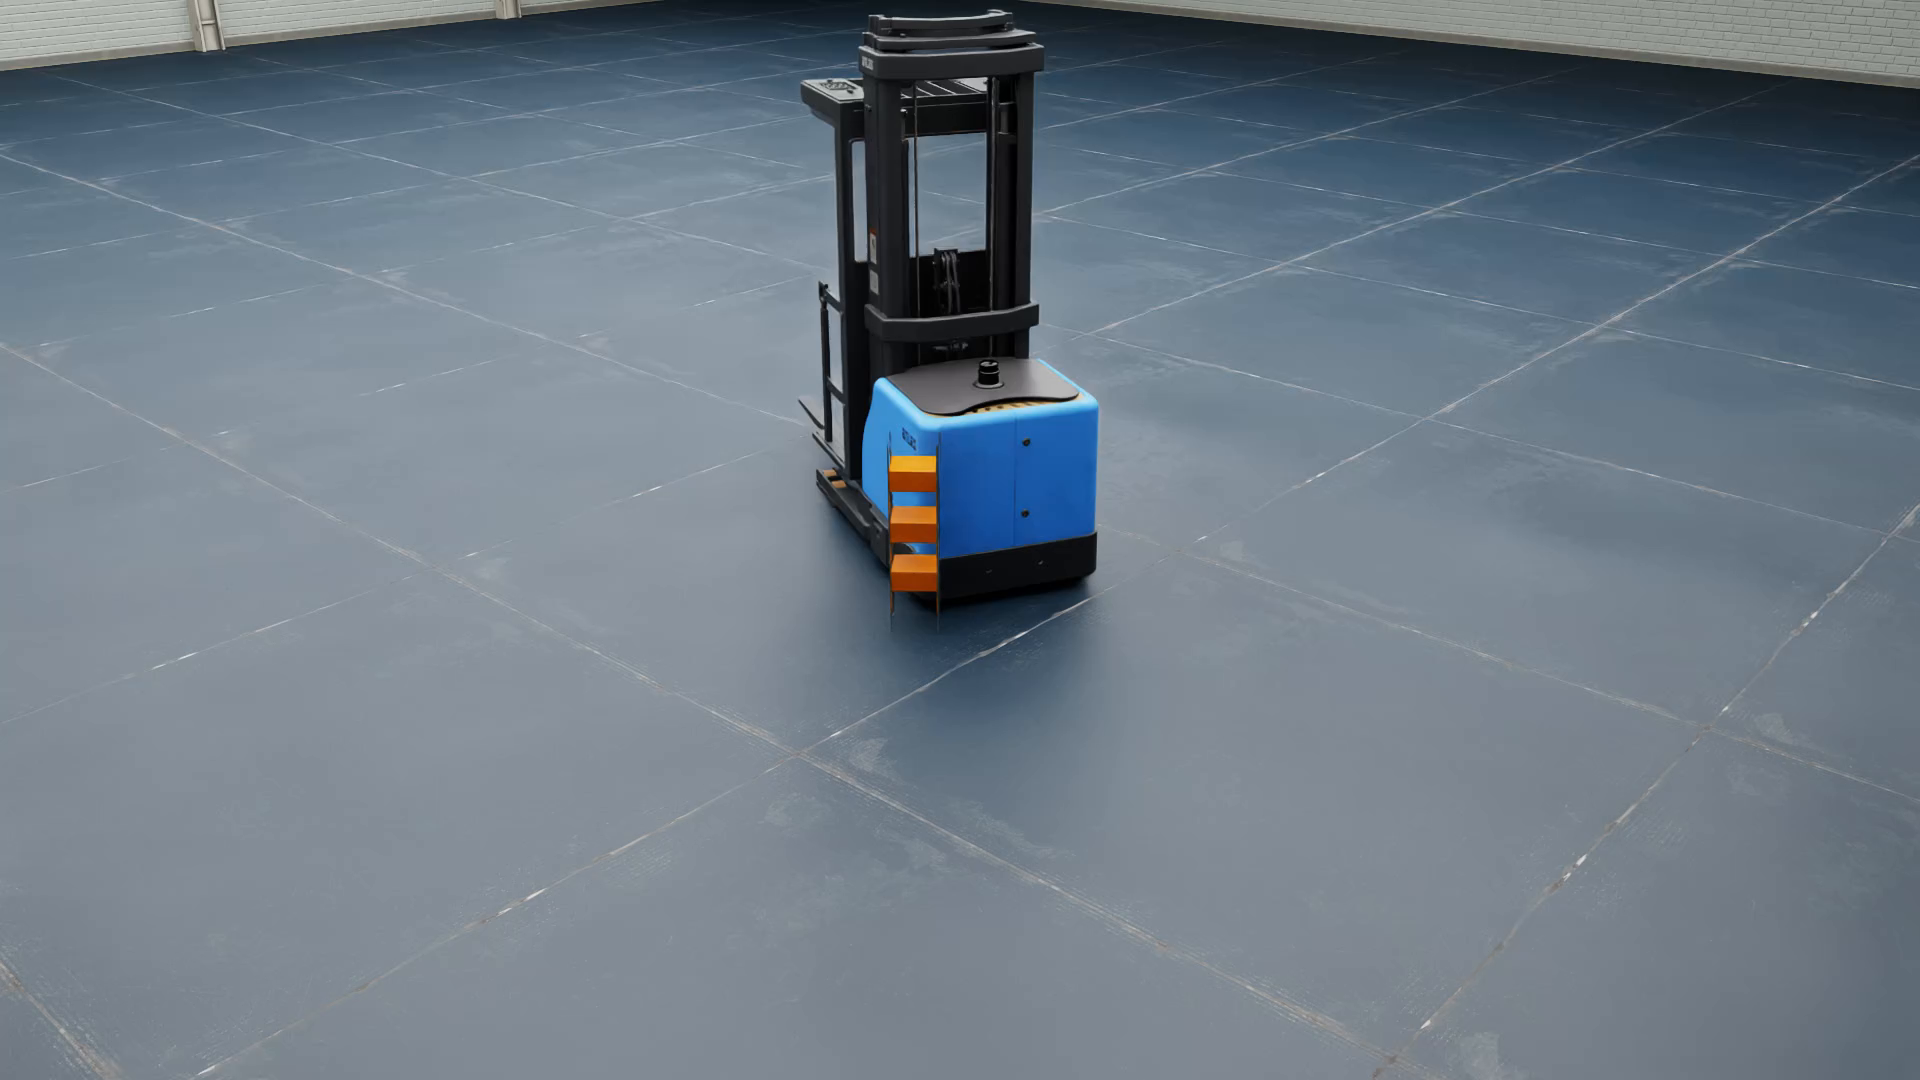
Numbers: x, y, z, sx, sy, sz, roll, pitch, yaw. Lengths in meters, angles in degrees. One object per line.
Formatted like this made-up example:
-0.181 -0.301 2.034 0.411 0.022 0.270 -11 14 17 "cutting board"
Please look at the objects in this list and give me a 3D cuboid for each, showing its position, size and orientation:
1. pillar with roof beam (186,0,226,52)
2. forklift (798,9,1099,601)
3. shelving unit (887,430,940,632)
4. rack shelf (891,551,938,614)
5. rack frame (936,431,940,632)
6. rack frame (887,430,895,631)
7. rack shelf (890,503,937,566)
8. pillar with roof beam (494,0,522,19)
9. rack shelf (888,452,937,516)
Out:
-9.639 -11.333 24.028 9.100 9.000 0.400 20 31 38 "pillar with roof beam"
-0.251 -1.590 9.714 1.130 2.935 3.031 -9 26 -19 "forklift"
-0.233 -0.038 8.545 0.252 1.050 0.215 1 26 1 "shelving unit"
-0.233 0.221 8.670 0.240 0.259 0.215 1 26 1 "rack shelf"
-0.112 -0.037 8.542 0.008 1.050 0.200 1 26 1 "rack frame"
-0.355 -0.040 8.548 0.008 1.050 0.200 1 26 1 "rack frame"
-0.233 -0.029 8.549 0.240 0.259 0.215 1 26 1 "rack shelf"
-5.634 -13.161 28.105 9.100 9.000 0.400 20 31 38 "pillar with roof beam"
-0.234 -0.285 8.426 0.240 0.259 0.215 1 26 1 "rack shelf"
